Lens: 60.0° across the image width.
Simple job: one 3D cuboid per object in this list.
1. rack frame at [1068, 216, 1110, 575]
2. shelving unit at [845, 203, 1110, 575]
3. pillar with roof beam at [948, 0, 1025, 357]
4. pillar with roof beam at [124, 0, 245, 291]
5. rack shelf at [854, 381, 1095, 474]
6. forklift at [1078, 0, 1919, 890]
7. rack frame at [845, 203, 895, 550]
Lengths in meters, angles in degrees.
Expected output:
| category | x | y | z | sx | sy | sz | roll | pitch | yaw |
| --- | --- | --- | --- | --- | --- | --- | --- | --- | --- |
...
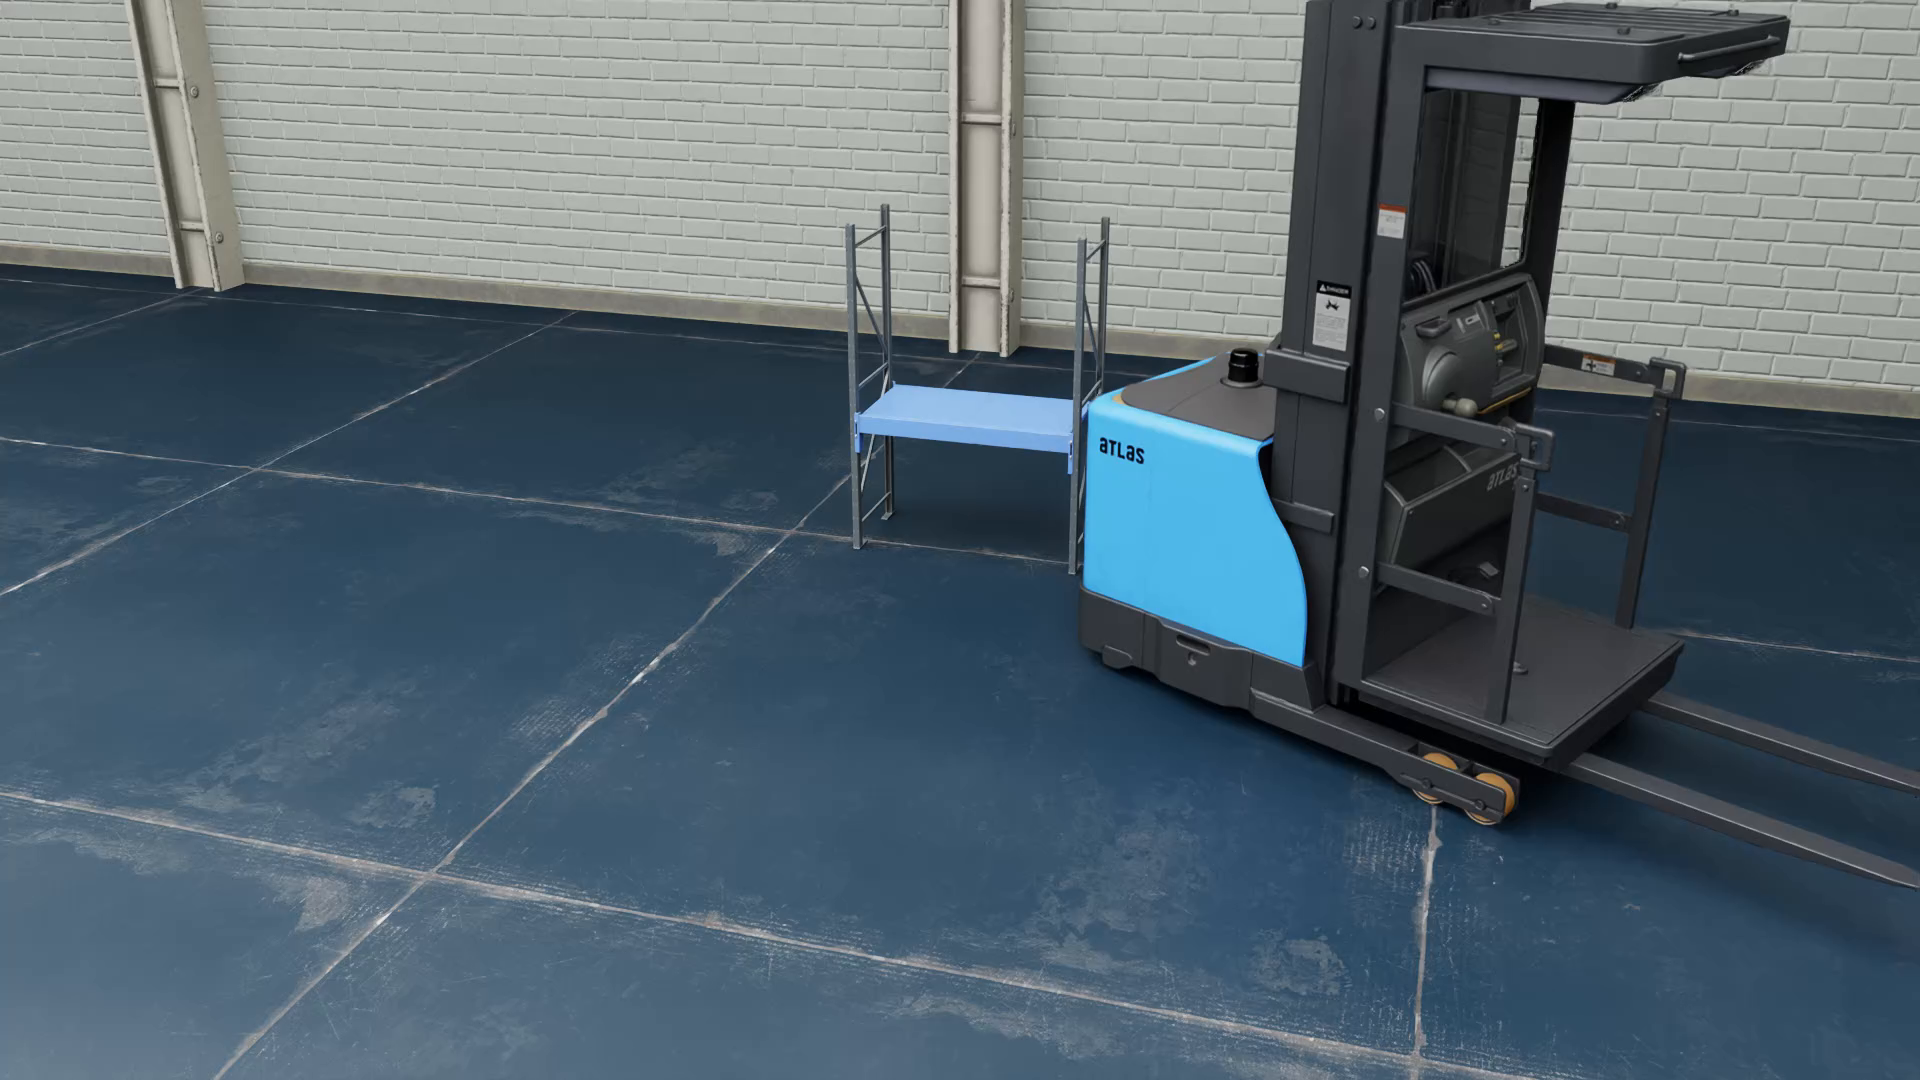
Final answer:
| category | x | y | z | sx | sy | sz | roll | pitch | yaw |
| --- | --- | --- | --- | --- | --- | --- | --- | --- | --- |
| rack frame | 0.568 | -0.629 | 7.327 | 0.032 | 1.500 | 0.500 | 7 | 23 | 16 |
| shelving unit | 0.082 | -0.685 | 7.463 | 1.048 | 1.500 | 0.538 | 7 | 23 | 16 |
| pillar with roof beam | -1.082 | -3.846 | 5.288 | 0.400 | 9.000 | 9.100 | 7 | 23 | 16 |
| pillar with roof beam | -6.826 | -4.503 | 6.891 | 0.400 | 9.000 | 9.100 | 7 | 23 | 16 |
| rack shelf | 0.082 | -0.518 | 7.531 | 1.000 | 0.185 | 0.538 | 7 | 23 | 16 |
| forklift | 1.882 | -0.641 | 5.470 | 3.031 | 2.935 | 1.130 | 20 | 30 | 40 |
| rack frame | -0.405 | -0.740 | 7.598 | 0.032 | 1.500 | 0.500 | 7 | 23 | 16 |
